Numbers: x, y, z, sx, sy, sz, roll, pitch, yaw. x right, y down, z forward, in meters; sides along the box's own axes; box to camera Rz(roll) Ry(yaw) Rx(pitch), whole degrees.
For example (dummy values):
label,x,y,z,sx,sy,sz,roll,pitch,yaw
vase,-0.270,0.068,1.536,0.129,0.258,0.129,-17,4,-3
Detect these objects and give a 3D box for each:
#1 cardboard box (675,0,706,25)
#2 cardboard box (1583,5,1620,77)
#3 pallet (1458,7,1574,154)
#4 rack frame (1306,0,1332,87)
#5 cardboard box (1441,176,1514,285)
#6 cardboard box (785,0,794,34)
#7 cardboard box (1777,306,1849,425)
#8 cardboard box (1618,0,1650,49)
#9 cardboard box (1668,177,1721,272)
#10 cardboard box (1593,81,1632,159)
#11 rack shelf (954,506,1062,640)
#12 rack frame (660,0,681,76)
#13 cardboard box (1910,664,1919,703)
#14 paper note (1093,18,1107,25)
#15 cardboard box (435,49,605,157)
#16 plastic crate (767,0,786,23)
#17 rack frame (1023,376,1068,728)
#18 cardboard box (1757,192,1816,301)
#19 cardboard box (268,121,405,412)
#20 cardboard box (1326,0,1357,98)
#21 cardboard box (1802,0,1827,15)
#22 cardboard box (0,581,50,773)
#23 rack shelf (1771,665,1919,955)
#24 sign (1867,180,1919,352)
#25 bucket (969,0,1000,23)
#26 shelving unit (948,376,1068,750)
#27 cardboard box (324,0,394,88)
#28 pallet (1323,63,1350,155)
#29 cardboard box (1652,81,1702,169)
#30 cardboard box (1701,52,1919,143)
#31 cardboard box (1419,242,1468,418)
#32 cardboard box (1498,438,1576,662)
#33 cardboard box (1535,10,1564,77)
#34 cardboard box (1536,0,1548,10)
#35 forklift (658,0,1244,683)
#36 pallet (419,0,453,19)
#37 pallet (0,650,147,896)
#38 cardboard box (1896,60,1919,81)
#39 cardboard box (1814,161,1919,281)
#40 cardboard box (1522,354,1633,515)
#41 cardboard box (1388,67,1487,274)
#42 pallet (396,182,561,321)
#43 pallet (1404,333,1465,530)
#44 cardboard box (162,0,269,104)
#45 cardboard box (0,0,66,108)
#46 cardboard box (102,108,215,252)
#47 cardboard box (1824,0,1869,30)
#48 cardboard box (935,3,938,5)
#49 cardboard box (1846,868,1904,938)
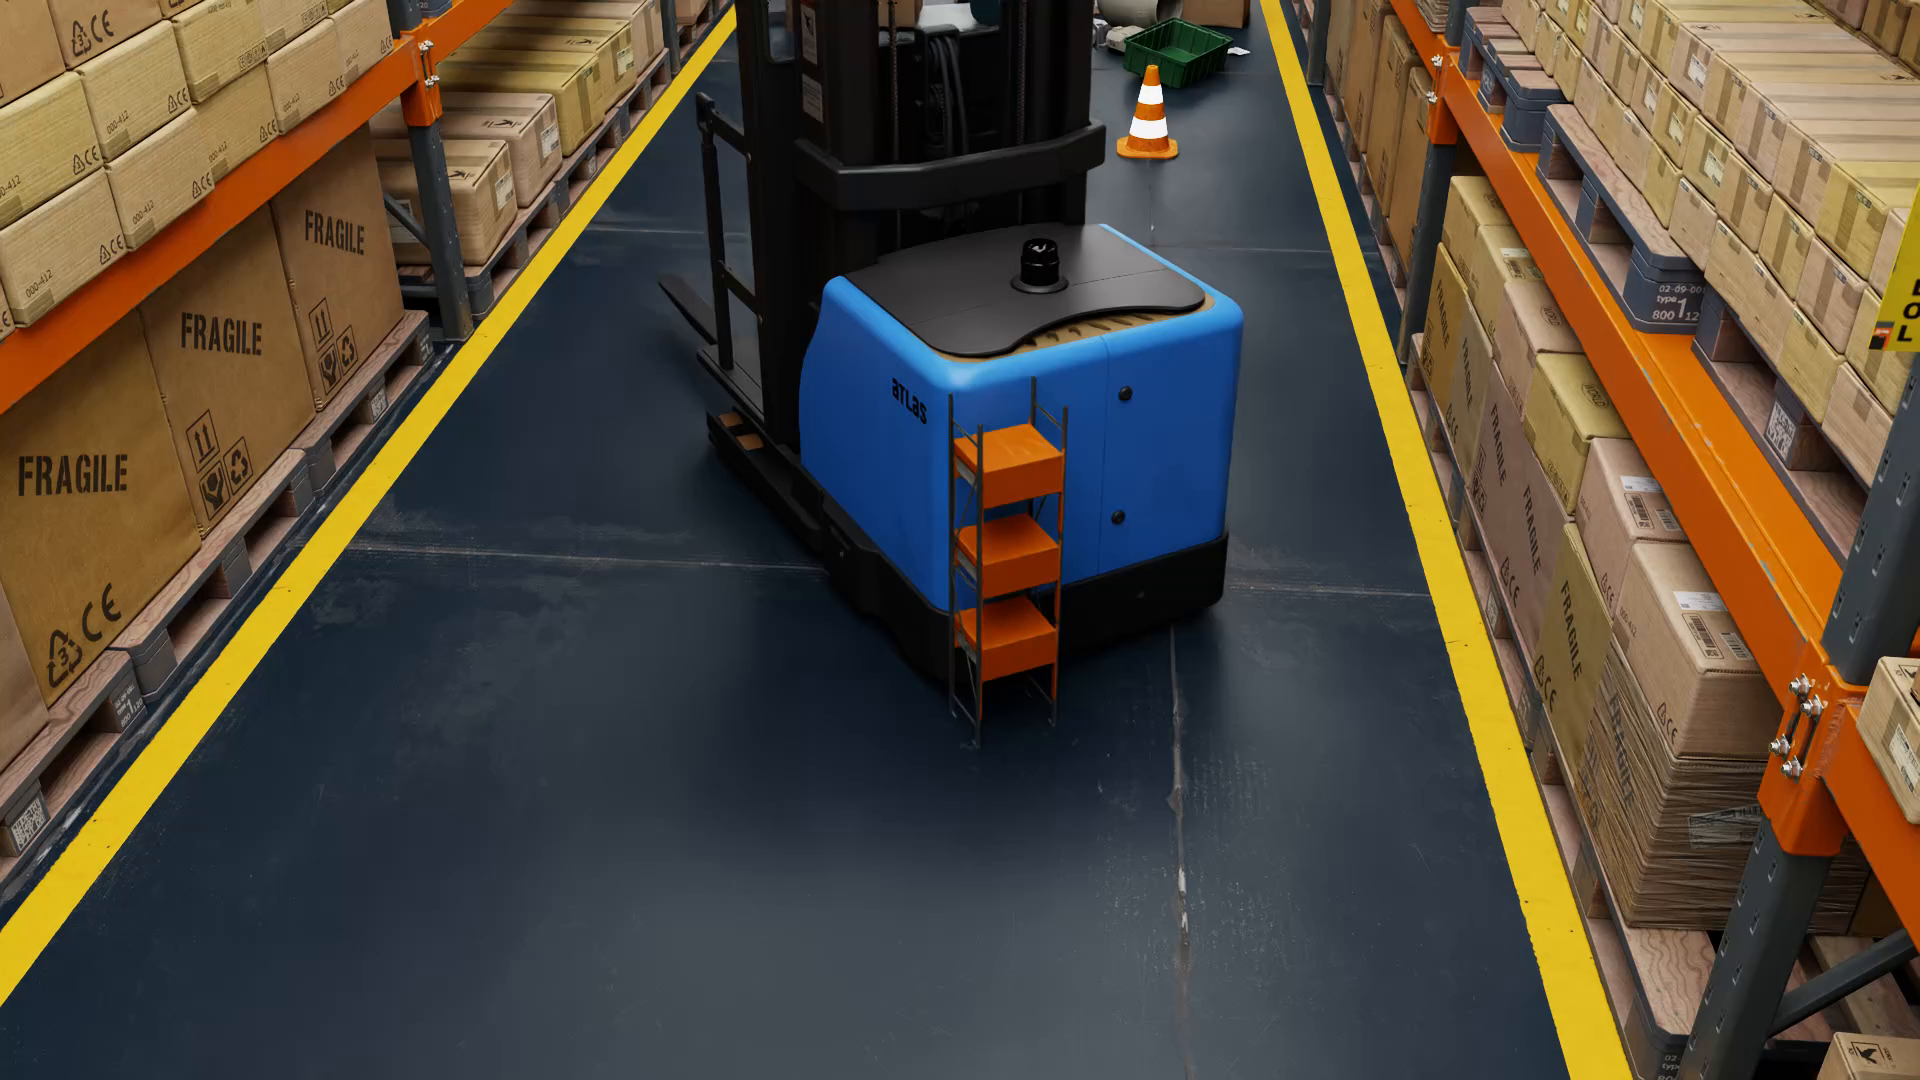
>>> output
label,x,y,z,sx,sy,sz,roll,pitch,yaw
cardboard box,-1.964,-3.564,10.894,0.500,0.250,0.500,1,32,2
cardboard box,2.015,-1.419,4.749,0.380,0.149,0.250,3,32,4
pallet,2.383,-1.549,5.588,1.213,0.211,1.003,2,32,4
rack frame,2.660,-4.100,9.544,1.000,3.000,0.127,2,32,4
cardboard box,2.037,-1.092,5.930,0.500,0.250,0.500,1,32,2
cardboard box,-0.838,-3.698,11.271,0.500,0.500,0.500,27,41,37
cardboard box,1.864,-0.341,3.283,0.380,0.149,0.250,3,32,4
cardboard box,1.998,-1.413,4.455,0.380,0.149,0.250,3,32,5
cardboard box,1.924,-0.748,3.943,0.380,0.149,0.250,1,32,2
cardboard box,1.991,-1.161,4.615,0.380,0.149,0.250,3,32,5
rack shelf,0.125,0.090,4.623,0.240,0.259,0.215,-13,34,-21
rack frame,-2.282,-4.259,9.801,1.000,3.000,0.127,2,32,4
cardboard box,1.717,0.162,2.249,0.500,0.500,0.500,2,32,3
paper note,0.947,-3.621,11.604,0.172,0.023,0.155,14,34,21
cardboard box,-2.432,-2.305,8.735,0.950,0.372,0.625,3,32,6
plastic crate,-1.337,-3.802,11.842,0.402,0.080,0.583,-8,33,-13
rack frame,0.236,0.054,4.661,0.008,1.050,0.200,-13,34,-21
cardboard box,1.888,-0.599,3.419,0.380,0.149,0.250,4,32,6
cardboard box,-2.746,-1.084,6.274,0.875,0.875,0.875,2,32,4
cardboard box,2.699,-2.993,9.491,1.050,0.750,0.750,2,32,4
cardboard box,2.688,-1.521,4.914,0.380,0.149,0.250,3,32,4
cardboard box,-2.962,0.323,3.992,0.875,0.875,0.875,3,32,6
rack shelf,1.846,1.435,1.248,1.077,0.370,4.000,2,32,4
sign,1.455,-0.431,2.487,0.100,0.325,0.005,2,32,4
bucket,0.373,-3.523,10.279,0.726,0.611,0.620,14,44,21
shelving unit,0.125,0.081,4.618,0.252,1.050,0.215,-13,34,-21
cardboard box,-2.390,-1.828,5.999,0.500,0.250,0.500,1,32,2
pallet,2.672,-2.506,9.615,1.003,0.211,1.213,2,32,4
cardboard box,1.948,-1.021,4.104,0.380,0.149,0.250,3,32,4
cardboard box,1.936,-1.001,3.788,0.380,0.149,0.250,1,32,2
cardboard box,2.023,-0.764,6.113,0.500,0.500,0.500,1,32,2
cardboard box,1.906,0.035,4.817,0.500,0.500,0.500,2,32,3
cardboard box,2.053,-1.573,5.283,0.380,0.149,0.250,4,32,6
cardboard box,2.075,-1.821,5.401,0.380,0.149,0.250,4,32,6
forklift,-0.293,-1.573,5.508,1.130,2.935,3.031,-16,35,-24
pallet,-2.655,-2.462,7.070,1.213,0.211,1.003,2,32,4
pallet,-2.945,0.705,4.405,1.003,0.211,1.213,2,32,4
cardboard box,2.625,-1.119,4.263,0.380,0.149,0.250,2,32,3
cardboard box,1.868,-0.601,3.138,0.380,0.149,0.250,2,32,3
cardboard box,1.902,-0.296,4.639,0.500,0.250,0.500,1,32,2
cardboard box,2.474,-1.544,7.140,1.050,0.750,0.750,2,32,3
pallet,-2.542,-1.388,7.802,1.003,0.211,1.213,2,32,4
pallet,2.269,-0.413,6.218,1.003,0.211,1.213,2,32,4
cardboard box,-2.453,-1.515,5.016,0.500,0.250,0.500,2,32,3
cardboard box,-2.553,-1.291,3.937,0.500,0.500,0.500,2,32,3
cardboard box,-2.486,-1.029,4.704,0.500,0.250,0.500,2,32,3
cardboard box,2.664,-1.524,4.636,0.380,0.149,0.250,2,32,4
cardboard box,-0.076,-3.429,11.061,0.258,0.266,0.396,-20,37,-29
cardboard box,2.333,0.594,3.910,0.500,0.500,0.500,4,32,6
